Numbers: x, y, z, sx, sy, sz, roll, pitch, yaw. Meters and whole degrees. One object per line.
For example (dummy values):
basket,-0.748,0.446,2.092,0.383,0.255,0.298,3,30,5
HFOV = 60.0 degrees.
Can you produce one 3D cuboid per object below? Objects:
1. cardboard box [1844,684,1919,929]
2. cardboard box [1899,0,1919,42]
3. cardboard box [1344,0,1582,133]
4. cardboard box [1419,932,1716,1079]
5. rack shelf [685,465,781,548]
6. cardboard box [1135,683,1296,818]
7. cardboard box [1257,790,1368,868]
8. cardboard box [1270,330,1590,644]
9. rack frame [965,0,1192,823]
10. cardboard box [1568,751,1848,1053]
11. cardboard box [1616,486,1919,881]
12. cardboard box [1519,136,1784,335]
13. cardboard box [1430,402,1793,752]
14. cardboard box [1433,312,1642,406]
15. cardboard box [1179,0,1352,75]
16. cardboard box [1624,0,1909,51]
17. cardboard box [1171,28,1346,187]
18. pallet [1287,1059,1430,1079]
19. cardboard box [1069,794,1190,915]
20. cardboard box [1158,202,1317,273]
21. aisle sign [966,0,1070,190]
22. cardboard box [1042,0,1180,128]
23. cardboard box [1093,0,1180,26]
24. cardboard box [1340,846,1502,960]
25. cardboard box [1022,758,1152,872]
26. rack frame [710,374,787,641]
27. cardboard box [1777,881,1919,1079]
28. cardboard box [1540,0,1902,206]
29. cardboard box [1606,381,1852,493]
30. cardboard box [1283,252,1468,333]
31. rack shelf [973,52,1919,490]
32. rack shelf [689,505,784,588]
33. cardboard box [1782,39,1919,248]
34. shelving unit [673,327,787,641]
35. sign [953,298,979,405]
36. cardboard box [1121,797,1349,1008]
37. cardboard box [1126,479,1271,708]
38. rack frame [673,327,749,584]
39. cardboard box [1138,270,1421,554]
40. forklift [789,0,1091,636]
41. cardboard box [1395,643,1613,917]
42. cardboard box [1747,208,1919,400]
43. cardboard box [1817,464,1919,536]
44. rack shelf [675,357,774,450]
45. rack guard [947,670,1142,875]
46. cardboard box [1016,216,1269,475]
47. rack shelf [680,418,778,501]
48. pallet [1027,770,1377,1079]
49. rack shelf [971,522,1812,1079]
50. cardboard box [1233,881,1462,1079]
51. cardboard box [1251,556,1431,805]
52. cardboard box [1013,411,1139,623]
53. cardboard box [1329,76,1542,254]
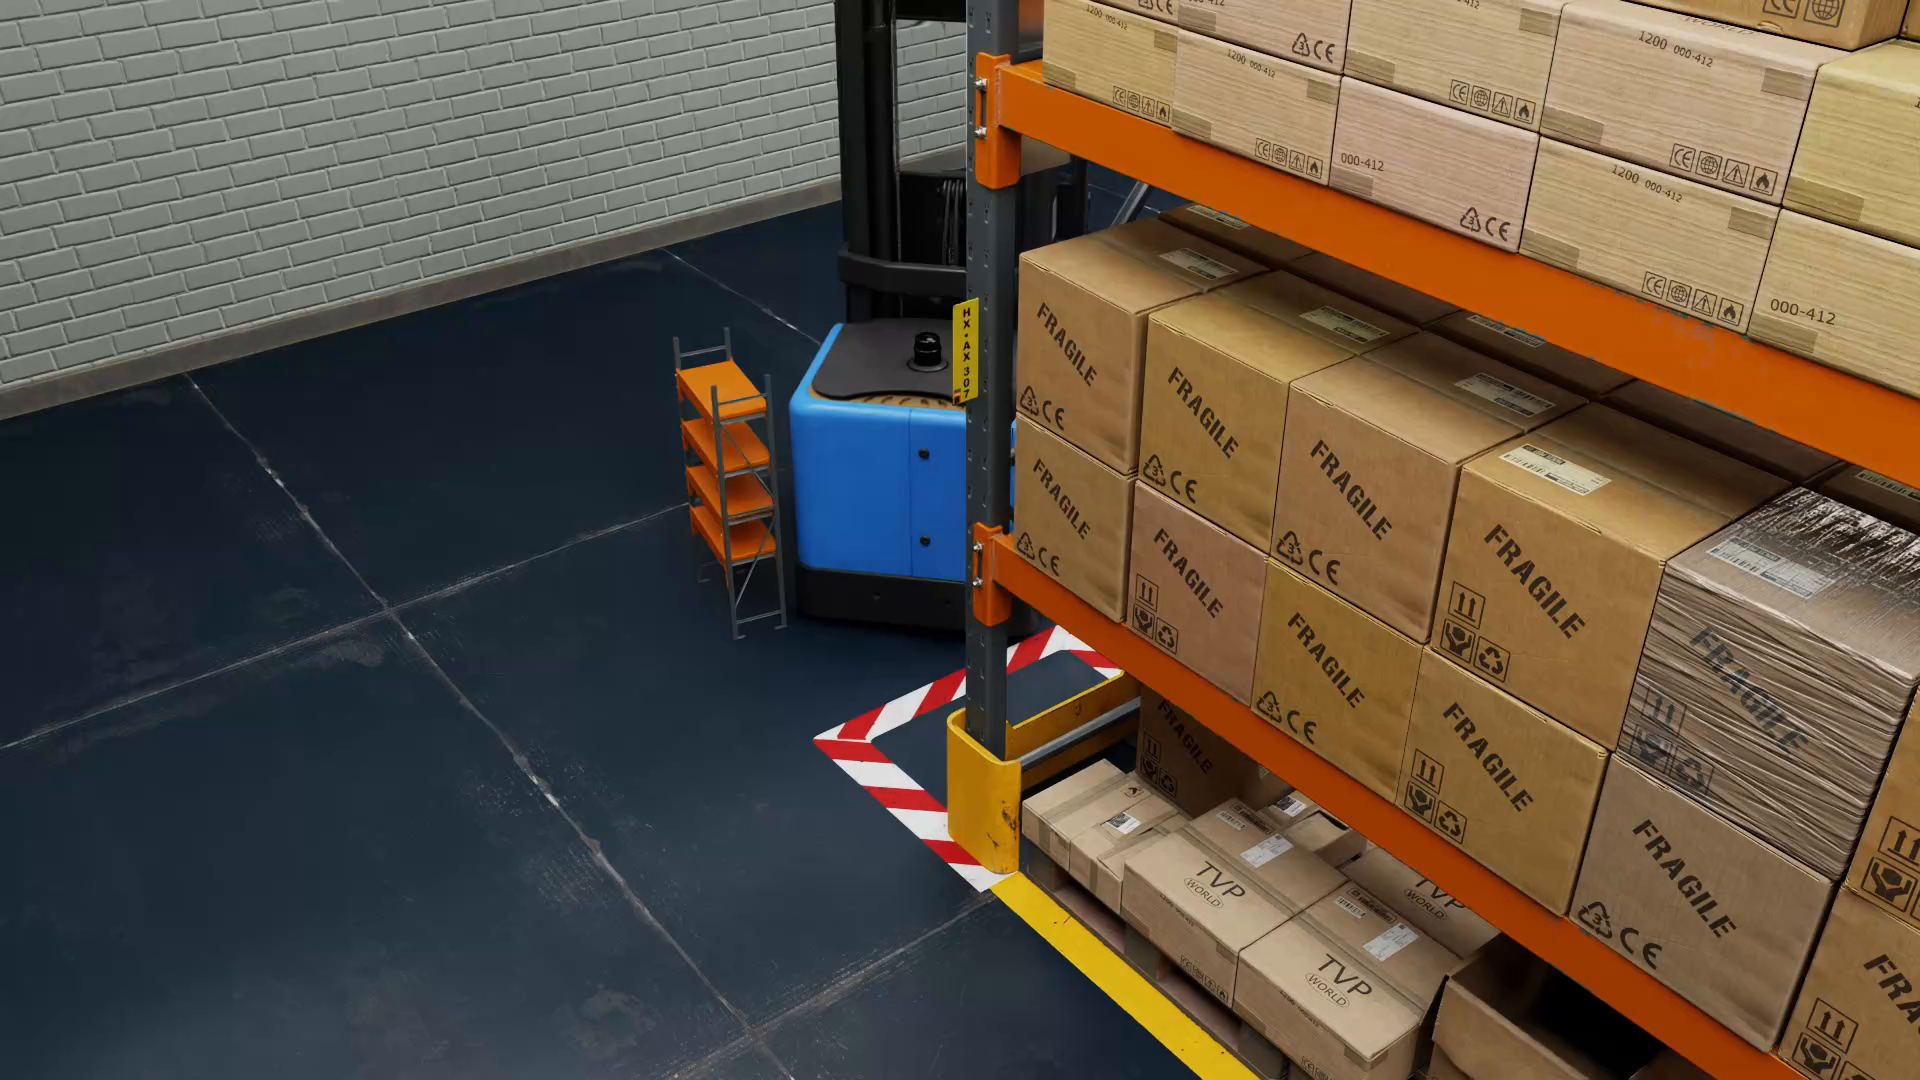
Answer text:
cardboard box,2.071,0.487,3.081,0.500,0.500,0.500,-23,39,-32
cardboard box,2.067,-1.099,2.791,0.700,0.500,0.500,-22,38,-31
cardboard box,1.171,-1.081,3.473,0.500,0.250,0.500,-22,38,-31
cardboard box,1.745,1.386,4.625,0.797,0.503,0.637,-22,38,-31
rack shelf,-0.961,-0.171,7.015,0.258,0.148,0.480,-14,35,-22
cardboard box,0.977,0.648,5.816,0.500,0.500,0.500,-22,38,-31
cardboard box,1.154,0.988,5.585,0.380,0.166,0.250,-22,38,-31
cardboard box,1.142,-0.145,4.098,0.500,0.500,0.500,-22,38,-31
rack frame,0.449,-0.374,5.509,1.000,3.000,0.127,-22,38,-31
cardboard box,1.758,0.698,3.689,0.500,0.500,0.500,-21,38,-30
cardboard box,1.762,0.276,3.419,0.500,0.500,0.500,-22,38,-31
cardboard box,1.479,-0.661,3.271,0.500,0.250,0.500,-22,38,-31
cardboard box,1.454,0.066,3.758,0.500,0.500,0.500,-23,38,-32
cardboard box,1.571,-0.320,4.379,0.500,0.500,0.500,-21,38,-30
cardboard box,0.859,-1.288,3.805,0.500,0.250,0.500,-22,38,-31
cardboard box,1.640,-1.258,3.047,0.700,0.500,0.500,-22,38,-31
cardboard box,0.859,-1.075,3.937,0.500,0.250,0.500,-22,38,-31
pallet,1.729,1.683,4.841,1.003,0.211,1.213,-22,38,-31
cardboard box,0.587,1.033,5.512,0.380,0.166,0.250,-22,38,-31
cardboard box,0.939,-0.744,5.063,0.500,0.500,0.500,-23,38,-32
aisle sign,0.175,-1.411,4.716,0.394,0.787,0.004,-22,38,-31
cardboard box,0.563,-1.288,4.280,0.500,0.250,0.500,-22,38,-31
cardboard box,0.558,-1.498,4.145,0.500,0.250,0.500,-22,38,-31
cardboard box,1.535,1.160,5.228,0.500,0.250,0.500,-22,38,-31
cardboard box,0.434,0.936,5.685,0.380,0.149,0.250,-22,38,-31
rack frame,-0.855,-0.112,6.793,0.240,1.200,0.015,-14,35,-22
cardboard box,2.075,0.911,3.345,0.500,0.500,0.500,-21,38,-30
cardboard box,1.474,-0.872,3.136,0.500,0.250,0.500,-22,38,-31
cardboard box,1.886,-0.105,4.034,0.500,0.500,0.500,-21,38,-30
cardboard box,1.249,-0.534,4.724,0.500,0.500,0.500,-21,38,-30
rack shelf,1.675,-0.509,3.565,1.077,0.370,4.000,-22,38,-31
rack shelf,-0.961,-0.002,7.120,0.258,0.148,0.480,-14,35,-22
cardboard box,1.780,-0.663,2.800,0.500,0.250,0.500,-22,38,-31
shelving unit,-0.961,-0.228,6.980,0.258,1.200,0.503,-14,35,-22
sign,0.020,-0.566,4.997,0.100,0.325,0.005,-22,38,-31
cardboard box,0.865,1.134,5.270,0.500,0.250,0.500,-22,38,-31
cardboard box,0.833,0.067,4.704,0.500,0.500,0.500,-23,38,-32
rack frame,-1.066,-0.344,7.166,0.240,1.200,0.015,-14,35,-22
cardboard box,0.839,-0.355,4.437,0.500,0.500,0.500,-22,38,-31
forklift,0.062,-1.607,7.559,1.130,2.935,3.031,5,32,8
cardboard box,1.444,0.486,4.029,0.500,0.500,0.500,-22,38,-31
cardboard box,1.782,-0.451,2.933,0.500,0.250,0.500,-22,38,-31
cardboard box,2.203,0.109,3.688,0.500,0.500,0.500,-24,39,-33
rack shelf,-0.961,-0.562,6.772,0.258,0.148,0.480,-14,35,-22
rack guard,0.495,0.720,6.117,1.175,0.500,0.348,-22,38,-31
cardboard box,0.512,-0.571,4.783,0.500,0.500,0.500,-21,38,-30
rack shelf,-0.961,-0.361,6.897,0.258,0.148,0.480,-14,35,-22
pallet,0.985,1.175,5.659,1.003,0.211,1.213,-22,38,-31
rack shelf,1.675,0.765,4.356,1.077,0.370,4.000,-22,38,-31
cardboard box,1.171,1.343,4.934,0.500,0.250,0.500,-22,38,-31
cardboard box,1.138,0.278,4.365,0.500,0.500,0.500,-22,38,-32
cardboard box,0.512,-0.146,5.047,0.500,0.500,0.500,-21,38,-30
cardboard box,1.167,-0.867,3.603,0.500,0.250,0.500,-22,38,-31
